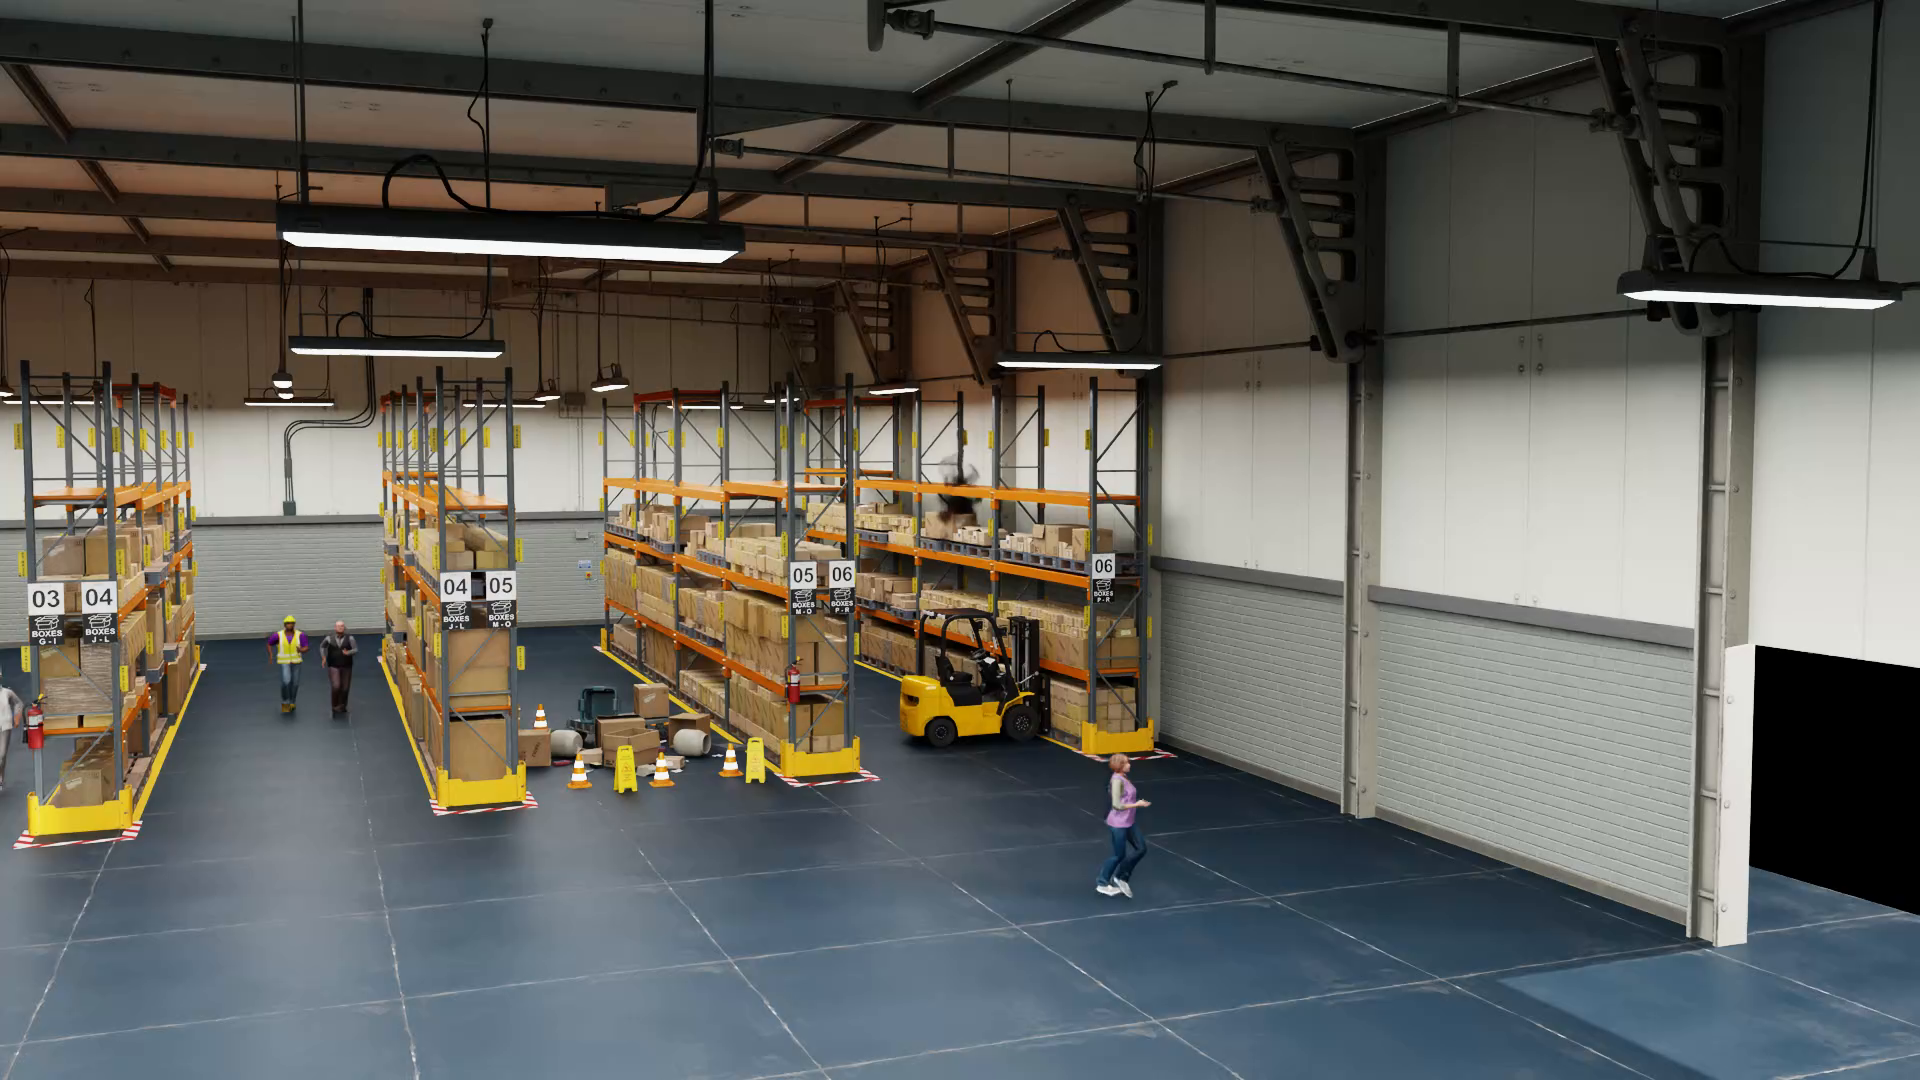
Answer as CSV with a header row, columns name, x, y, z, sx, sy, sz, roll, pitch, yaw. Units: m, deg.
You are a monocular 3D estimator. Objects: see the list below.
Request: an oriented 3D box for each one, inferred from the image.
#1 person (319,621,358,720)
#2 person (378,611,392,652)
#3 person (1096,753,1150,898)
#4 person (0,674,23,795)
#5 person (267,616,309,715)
name,x,y,z,sx,sy,sz,roll,pitch,yaw
person,-11.170,2.346,29.960,0.624,1.780,0.752,-2,4,-29
person,-13.298,1.831,38.992,0.810,1.626,0.648,0,3,-2
person,1.791,3.123,18.119,0.625,1.590,0.515,1,4,23
person,-13.734,2.701,23.686,0.676,1.741,0.971,-2,4,-26
person,-12.291,2.291,30.495,0.670,1.801,0.728,-2,4,-33
